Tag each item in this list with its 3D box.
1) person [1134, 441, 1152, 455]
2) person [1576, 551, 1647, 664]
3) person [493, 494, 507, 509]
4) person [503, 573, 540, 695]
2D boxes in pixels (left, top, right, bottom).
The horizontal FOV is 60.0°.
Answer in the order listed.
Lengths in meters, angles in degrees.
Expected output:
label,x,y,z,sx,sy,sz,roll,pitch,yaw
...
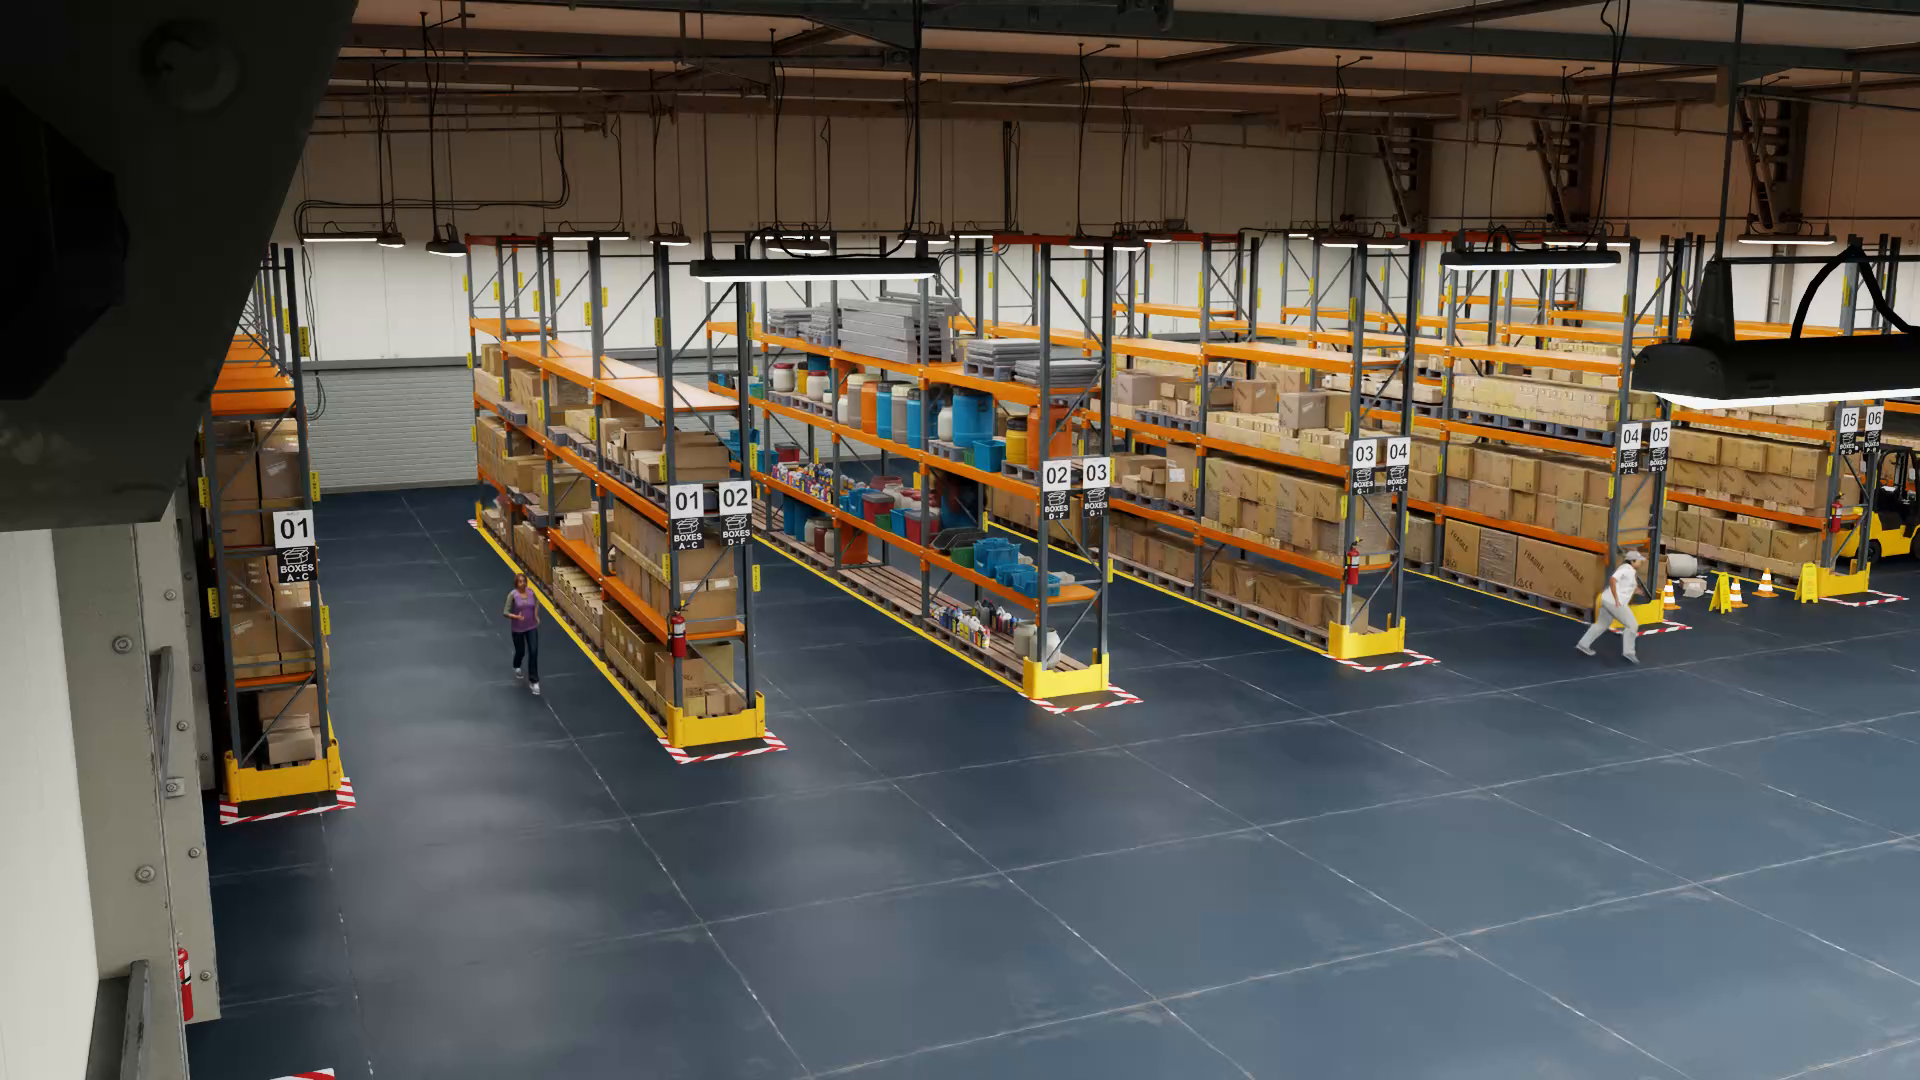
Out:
label,x,y,z,sx,sy,sz,roll,pitch,yaw
person,4.613,-2.558,41.803,0.578,1.717,0.774,8,13,35
person,9.410,0.961,24.000,0.892,1.667,0.600,3,11,15
person,-9.789,-1.325,35.747,0.526,1.627,0.609,-5,12,-23
person,-5.923,1.226,22.557,0.536,1.609,0.875,-6,12,-28
